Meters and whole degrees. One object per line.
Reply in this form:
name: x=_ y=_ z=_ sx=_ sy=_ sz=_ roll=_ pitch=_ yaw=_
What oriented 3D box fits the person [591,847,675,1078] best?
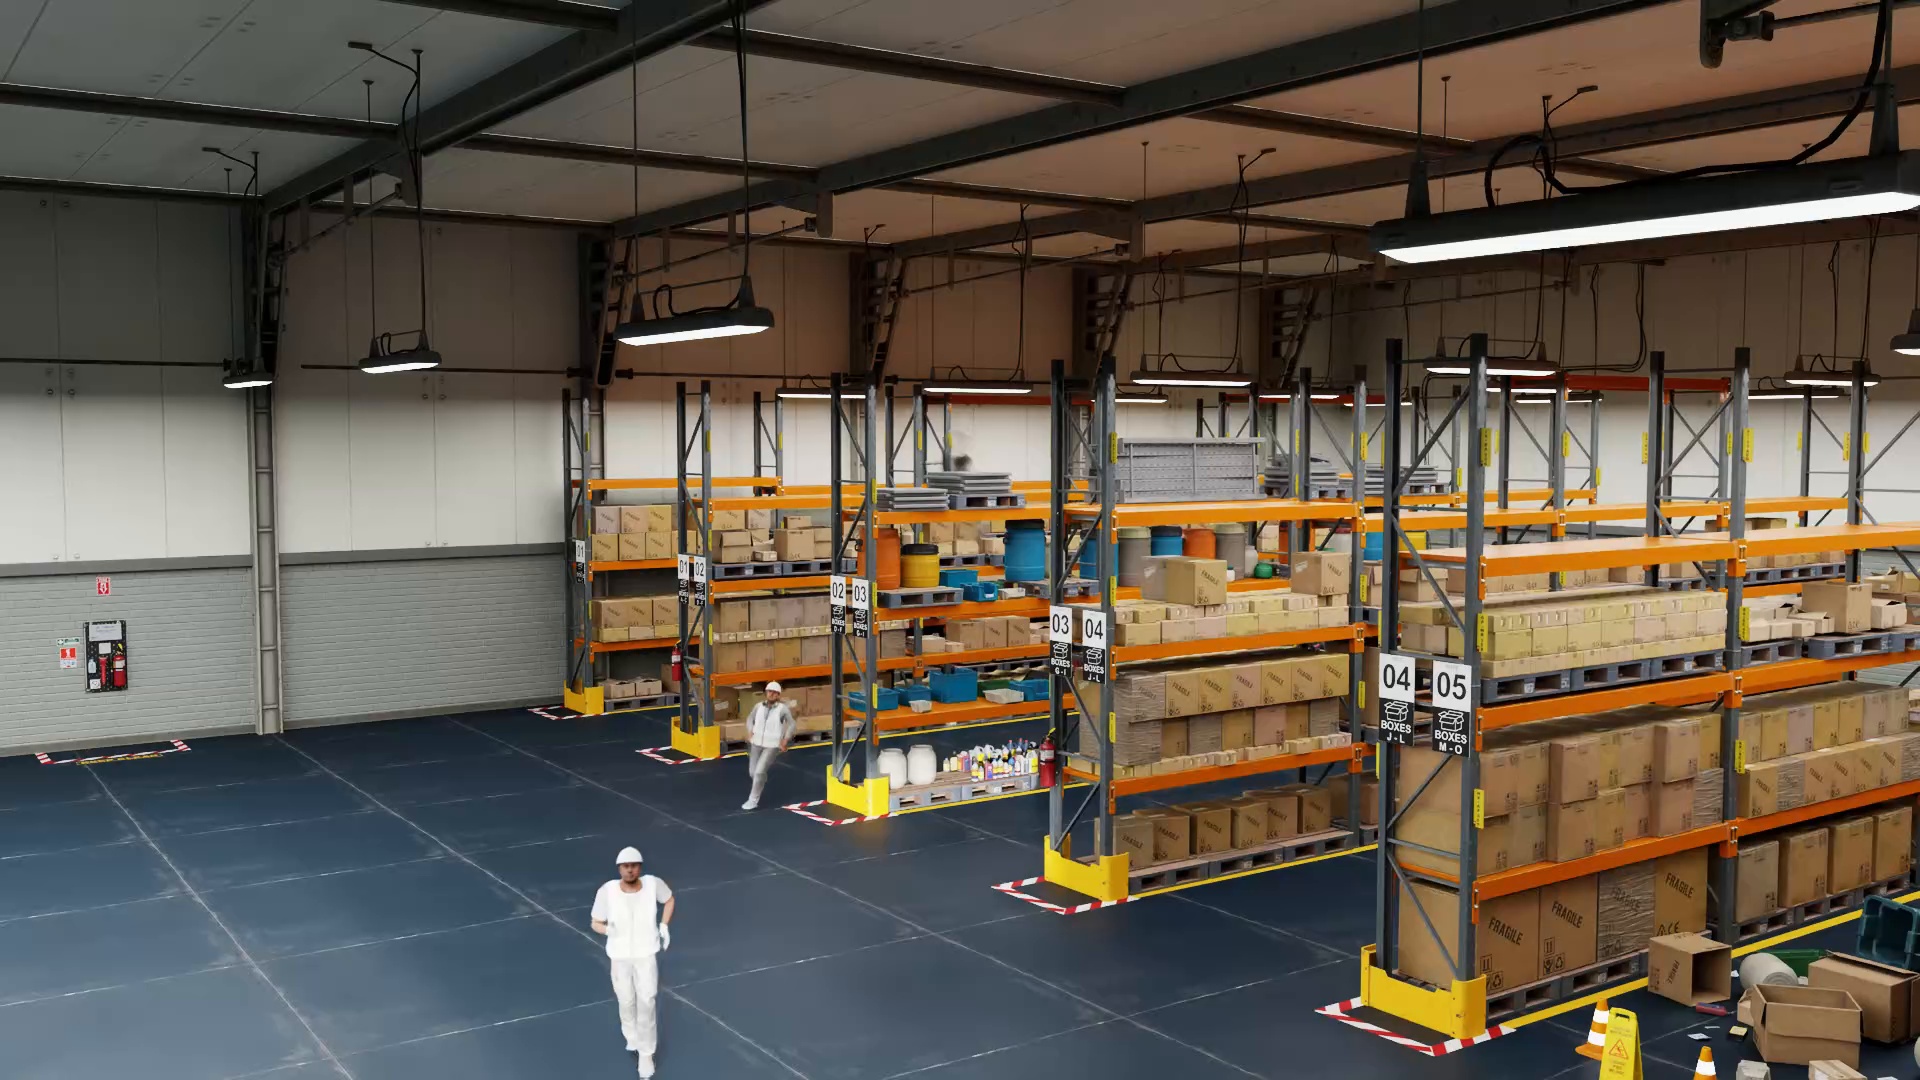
person: x=-2.666 y=3.410 z=13.543 sx=0.656 sy=1.844 sz=0.782 roll=0 pitch=4 yaw=-6

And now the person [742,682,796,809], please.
person: x=-2.648 y=2.825 z=23.052 sx=0.713 sy=1.721 sz=0.822 roll=1 pitch=4 yaw=15
